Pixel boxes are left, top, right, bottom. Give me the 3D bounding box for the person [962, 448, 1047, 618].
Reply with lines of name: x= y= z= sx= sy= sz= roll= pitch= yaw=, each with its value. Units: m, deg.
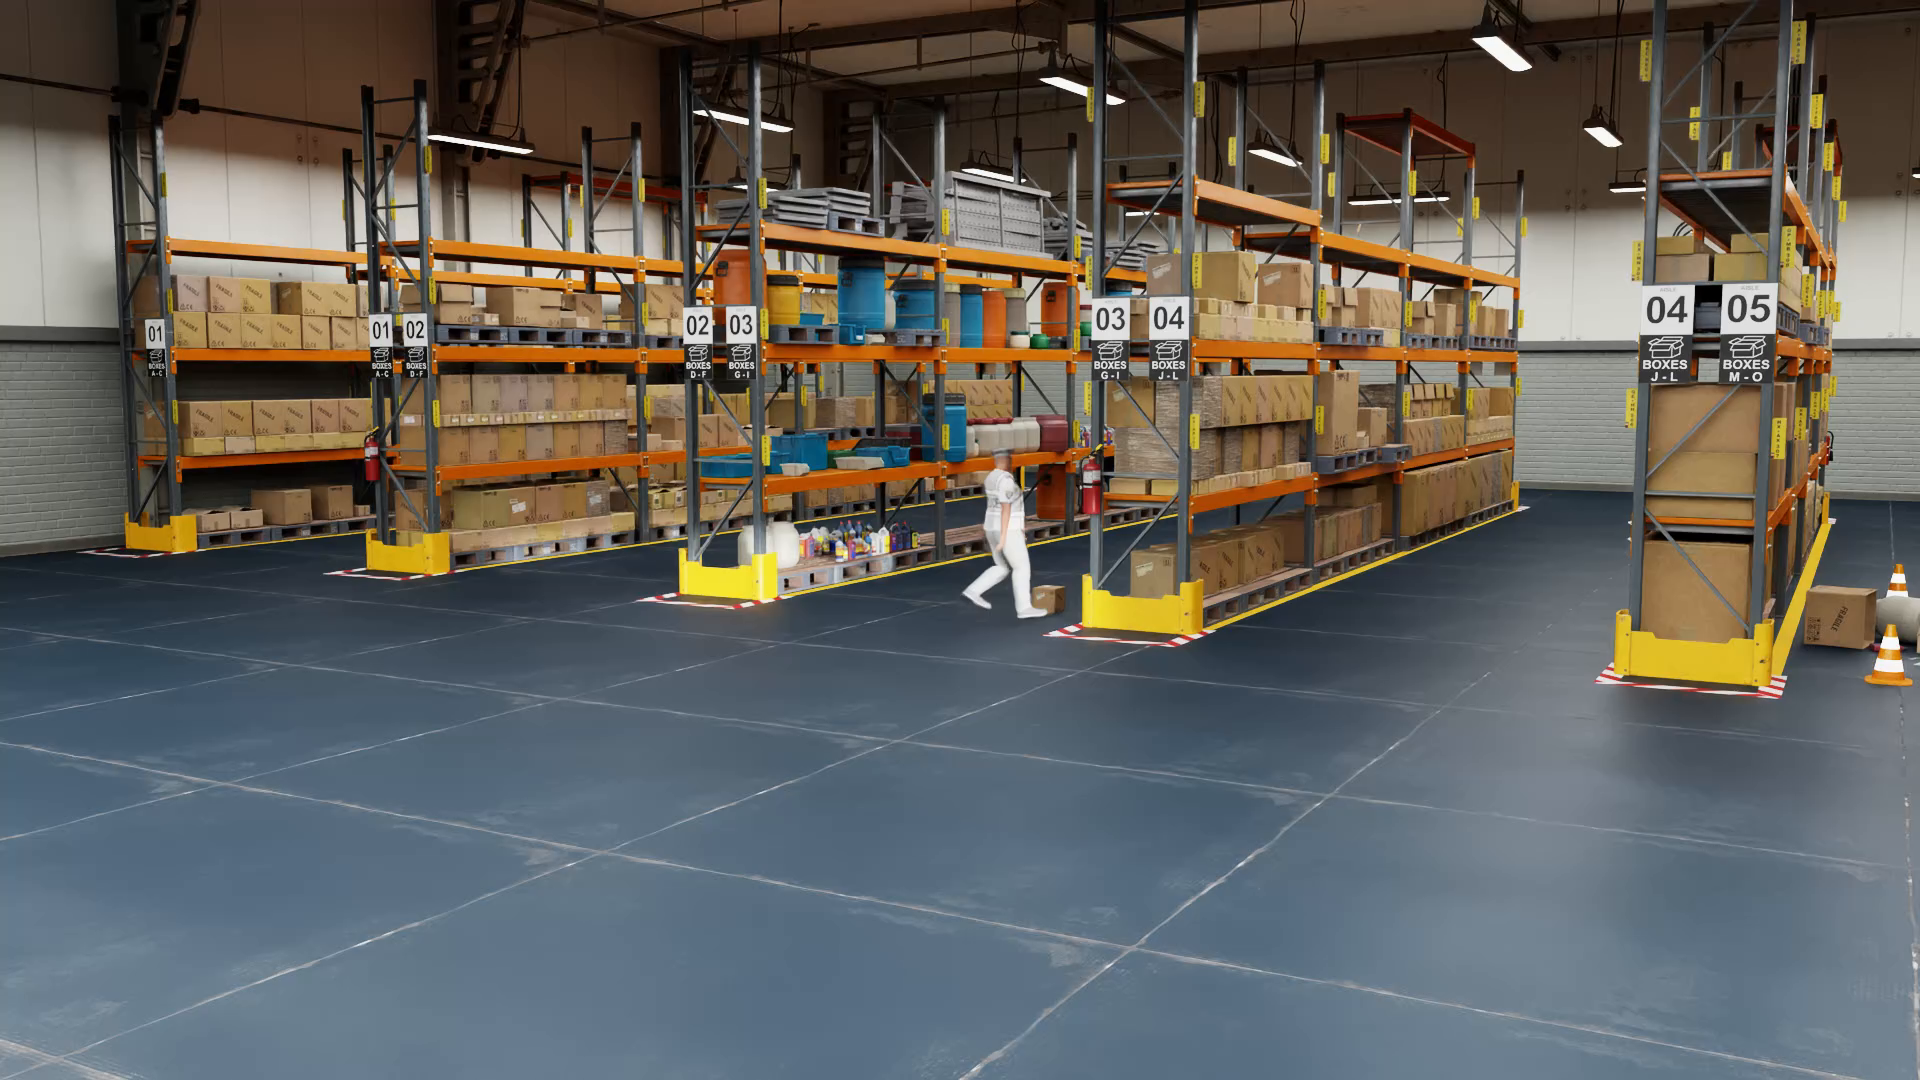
person: x=0.446 y=-0.081 z=16.903 sx=0.763 sy=1.708 sz=0.587 roll=-2 pitch=6 yaw=-23
